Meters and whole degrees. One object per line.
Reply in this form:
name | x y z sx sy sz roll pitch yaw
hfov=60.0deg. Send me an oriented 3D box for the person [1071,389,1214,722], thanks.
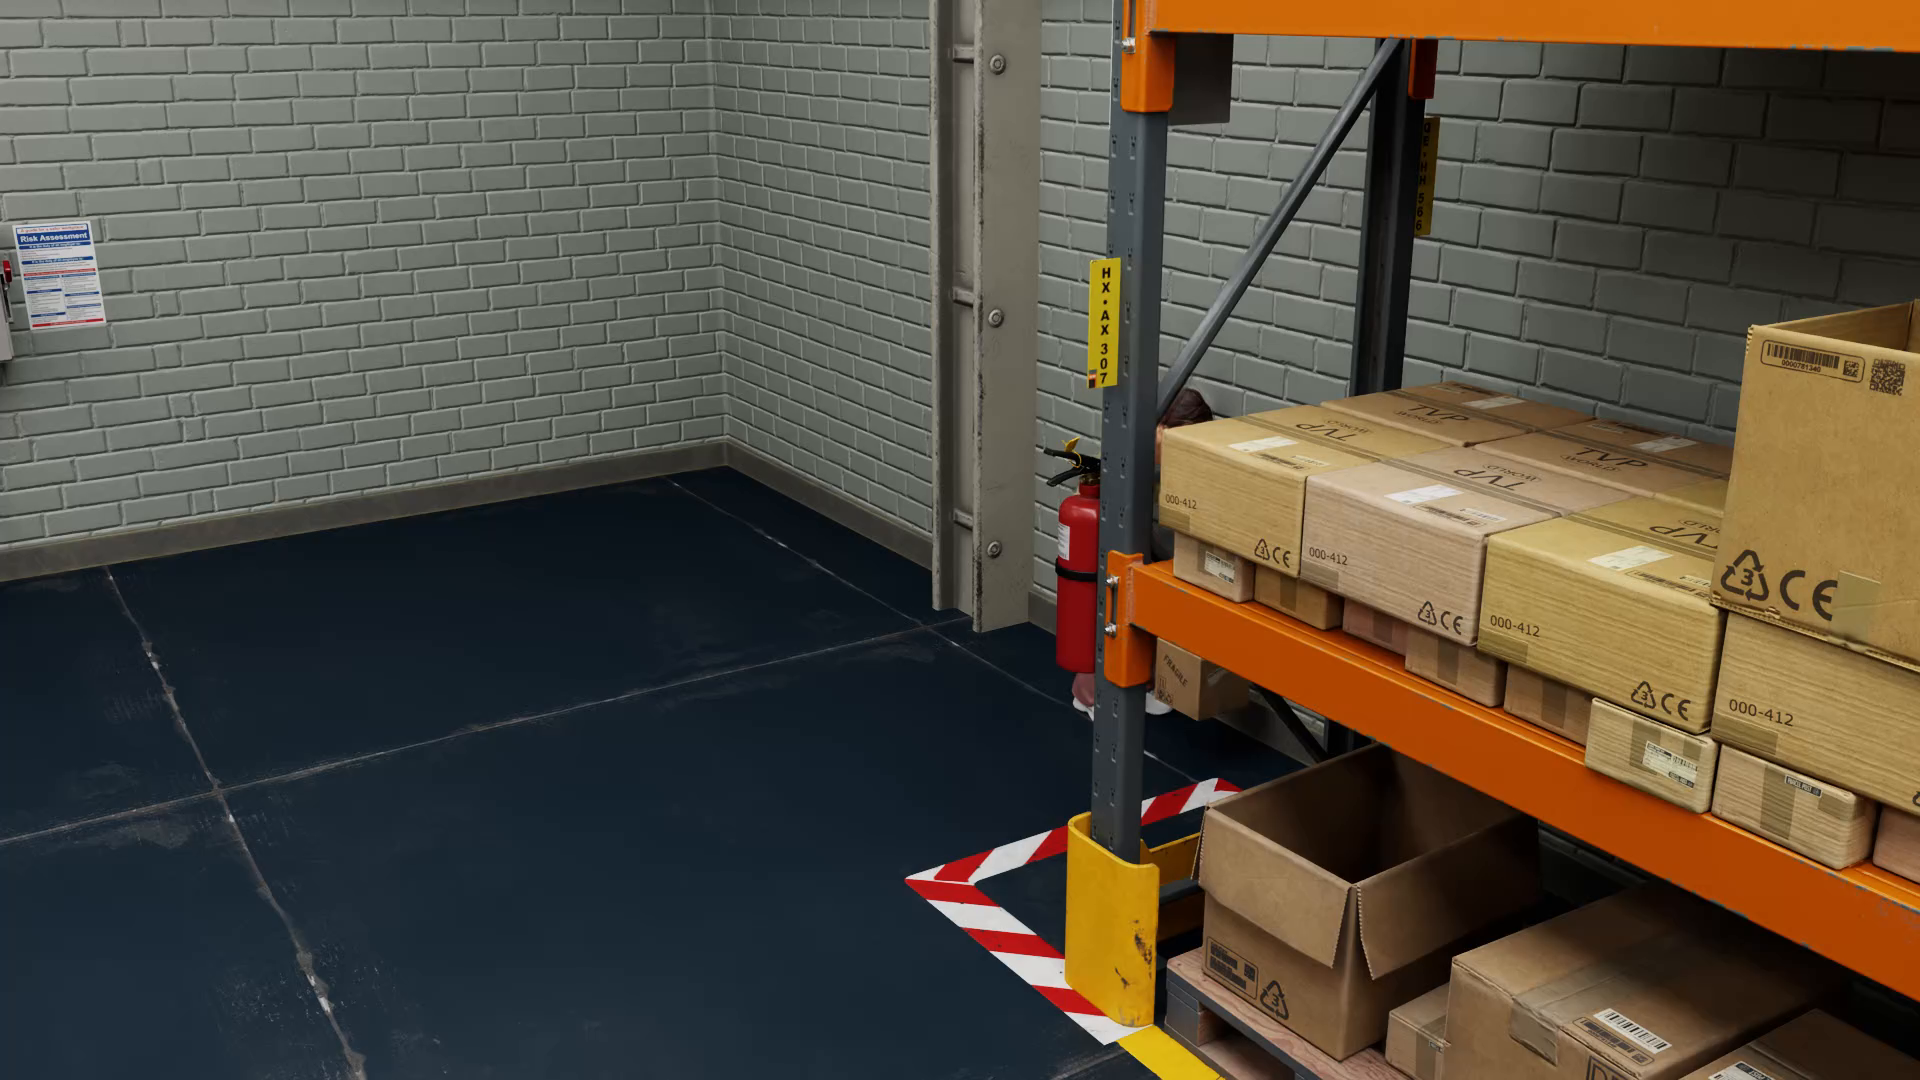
person | 0.708 0.045 6.433 0.511 1.363 0.651 -12 21 -31
